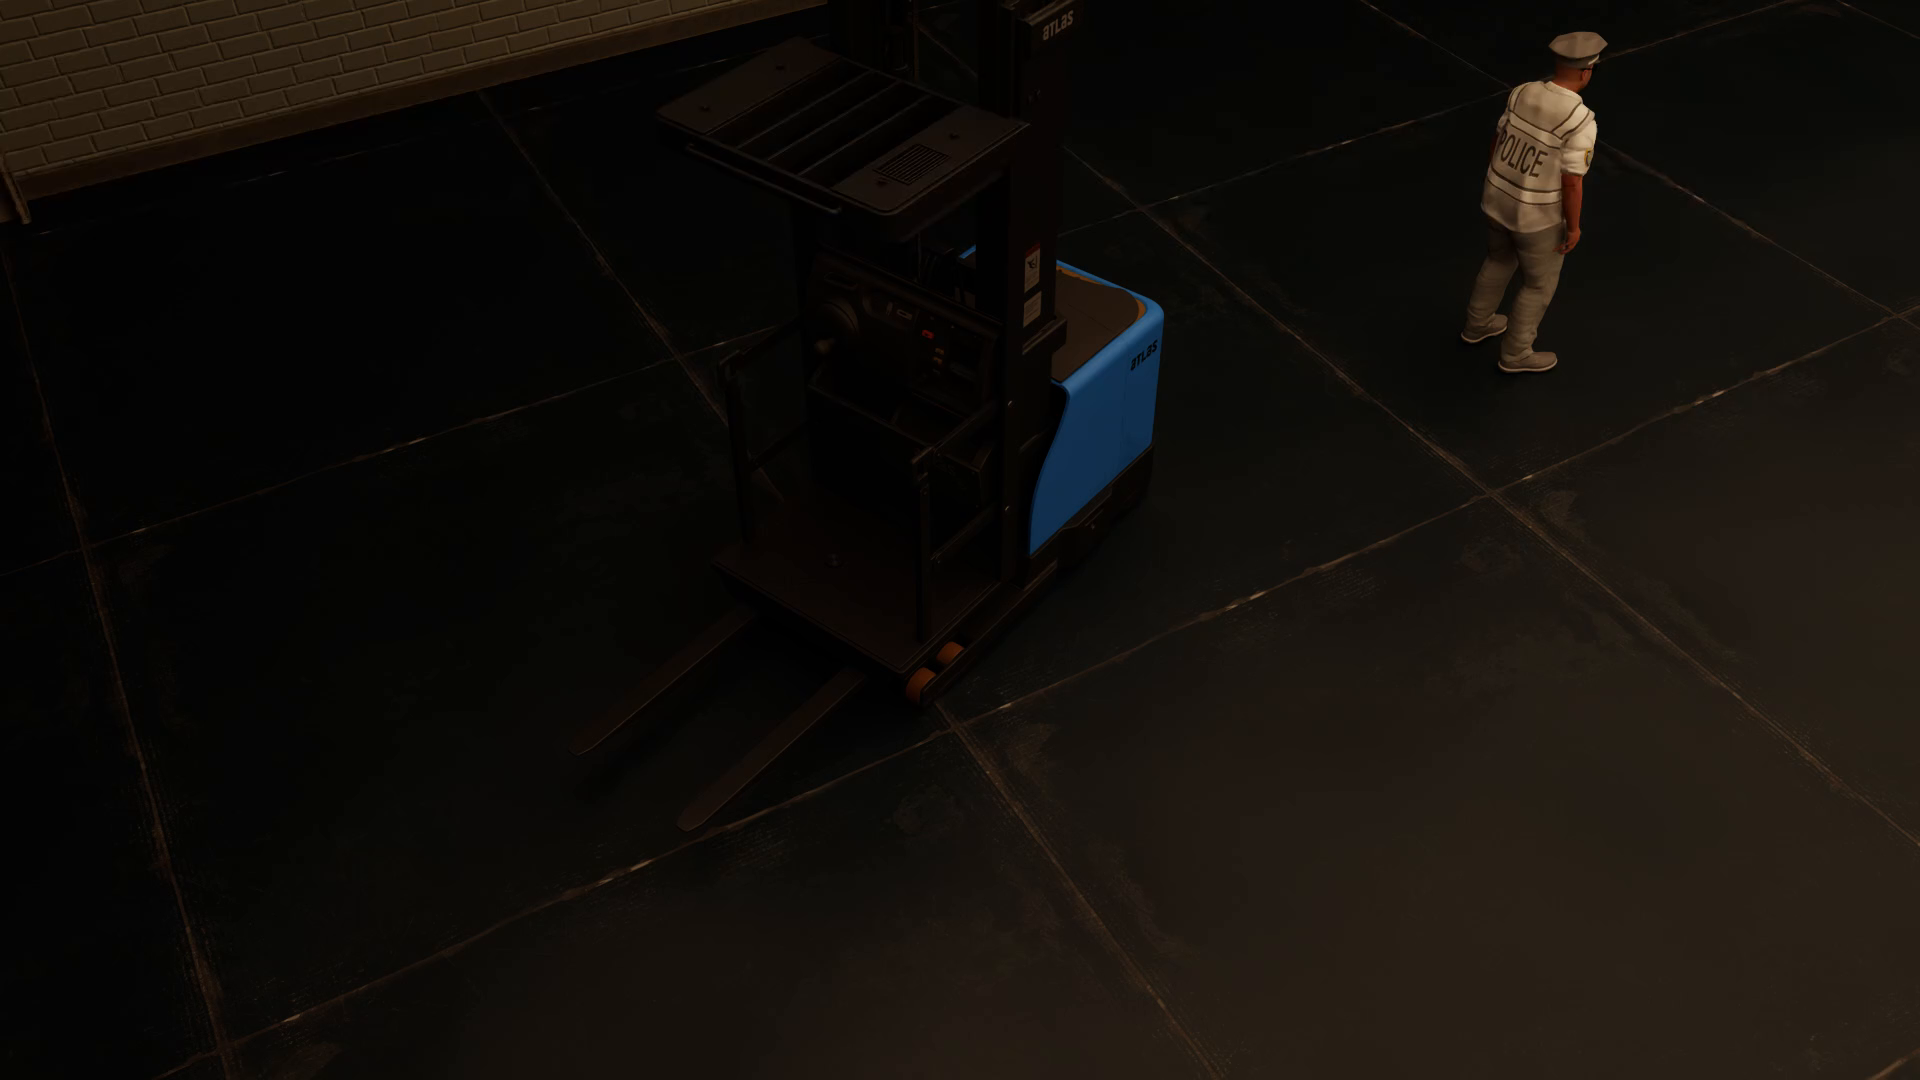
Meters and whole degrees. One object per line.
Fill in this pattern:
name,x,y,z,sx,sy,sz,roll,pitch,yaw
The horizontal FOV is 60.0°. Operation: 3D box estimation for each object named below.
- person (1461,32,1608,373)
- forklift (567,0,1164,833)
person,2.871,-1.673,8.371,0.443,1.747,0.602,-21,47,-21
forklift,-0.375,-0.749,6.505,1.130,2.935,3.031,28,50,27
